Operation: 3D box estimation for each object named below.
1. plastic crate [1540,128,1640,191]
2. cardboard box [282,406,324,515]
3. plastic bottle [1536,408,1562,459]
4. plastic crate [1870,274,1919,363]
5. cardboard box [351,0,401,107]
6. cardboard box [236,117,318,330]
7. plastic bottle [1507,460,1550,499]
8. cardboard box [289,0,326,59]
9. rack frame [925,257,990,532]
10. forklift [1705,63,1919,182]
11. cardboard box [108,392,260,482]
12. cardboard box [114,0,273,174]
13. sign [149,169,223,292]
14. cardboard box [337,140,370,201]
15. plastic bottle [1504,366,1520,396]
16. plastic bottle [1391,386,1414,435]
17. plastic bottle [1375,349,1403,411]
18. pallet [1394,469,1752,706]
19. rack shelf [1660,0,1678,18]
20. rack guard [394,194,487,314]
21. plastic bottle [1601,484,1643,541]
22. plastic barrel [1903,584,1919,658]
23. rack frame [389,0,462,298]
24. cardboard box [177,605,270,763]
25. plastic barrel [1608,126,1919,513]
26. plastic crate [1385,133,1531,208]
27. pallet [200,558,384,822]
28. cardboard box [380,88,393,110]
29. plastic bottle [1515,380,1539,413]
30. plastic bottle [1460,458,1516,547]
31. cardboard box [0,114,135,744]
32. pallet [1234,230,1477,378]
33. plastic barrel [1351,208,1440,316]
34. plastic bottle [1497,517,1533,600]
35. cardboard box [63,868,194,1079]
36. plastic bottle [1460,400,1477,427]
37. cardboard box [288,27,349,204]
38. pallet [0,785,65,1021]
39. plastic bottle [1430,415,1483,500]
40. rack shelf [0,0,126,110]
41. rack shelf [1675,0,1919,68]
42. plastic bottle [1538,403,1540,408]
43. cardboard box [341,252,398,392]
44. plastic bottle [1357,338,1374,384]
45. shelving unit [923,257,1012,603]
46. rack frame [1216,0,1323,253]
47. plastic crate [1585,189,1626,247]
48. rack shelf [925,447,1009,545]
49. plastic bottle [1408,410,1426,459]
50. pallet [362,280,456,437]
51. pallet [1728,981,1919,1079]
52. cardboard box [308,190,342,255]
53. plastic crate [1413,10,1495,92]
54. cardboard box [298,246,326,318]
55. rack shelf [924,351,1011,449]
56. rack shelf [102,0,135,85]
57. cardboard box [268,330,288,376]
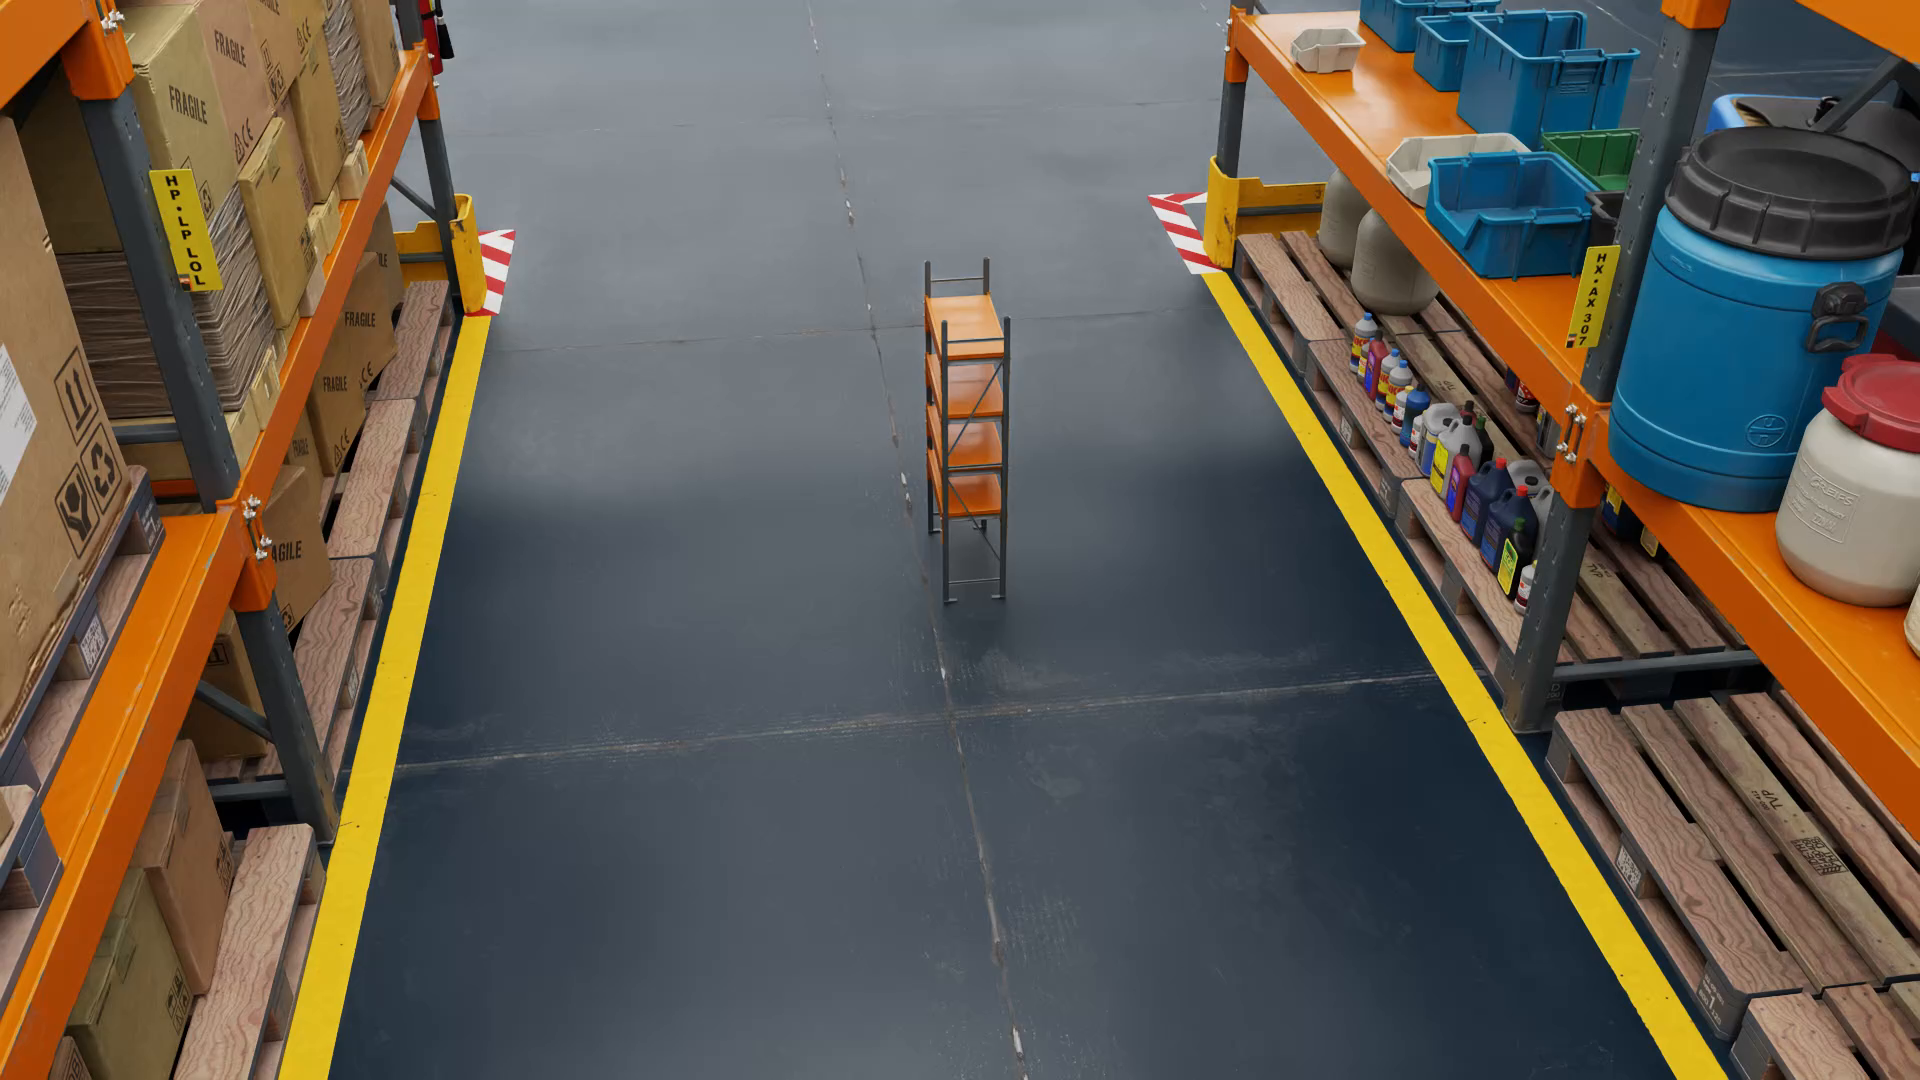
[{"bbox_3d":[2.502,-1.324,6.217,0.450,0.188,0.662,-4,35,-6],"label":"plastic crate"},{"bbox_3d":[-2.763,-0.283,6.349,0.500,0.500,0.500,-7,35,-11],"label":"cardboard box"},{"bbox_3d":[2.481,-0.488,6.830,0.152,0.276,0.135,-4,35,-6],"label":"plastic bottle"},{"bbox_3d":[2.773,-0.412,4.634,0.402,0.464,0.583,-4,35,-6],"label":"plastic crate"},{"bbox_3d":[-2.808,-2.075,6.778,0.875,0.500,0.500,-4,35,-6],"label":"cardboard box"},{"bbox_3d":[-2.535,-0.959,5.140,0.875,0.500,0.500,-4,35,-6],"label":"cardboard box"},{"bbox_3d":[2.150,-0.158,6.347,0.152,0.276,0.135,-4,35,-6],"label":"plastic bottle"},{"bbox_3d":[-2.526,-1.941,5.694,0.500,0.500,0.500,-4,35,-6],"label":"cardboard box"},{"bbox_3d":[-0.011,-0.540,6.476,0.240,1.200,0.015,-4,35,-6],"label":"rack frame"},{"bbox_3d":[5.035,-2.083,7.204,3.031,2.935,1.130,5,35,7],"label":"forklift"},{"bbox_3d":[-2.234,-0.296,4.744,0.380,0.149,0.250,-4,35,-6],"label":"cardboard box"},{"bbox_3d":[-2.381,-1.384,4.876,0.500,0.500,0.500,-4,35,-6],"label":"cardboard box"},{"bbox_3d":[-1.954,-0.780,4.202,0.100,0.325,0.005,-4,35,-6],"label":"sign"},{"bbox_3d":[-2.492,-1.413,6.383,0.380,0.149,0.250,-4,35,-6],"label":"cardboard box"},{"bbox_3d":[2.449,-0.781,7.254,0.061,0.283,0.133,-4,35,-6],"label":"plastic bottle"},{"bbox_3d":[1.875,-0.552,6.991,0.097,0.201,0.097,0,34,0],"label":"plastic bottle"},{"bbox_3d":[1.848,-0.692,7.134,0.097,0.271,0.097,0,34,0],"label":"plastic bottle"},{"bbox_3d":[2.356,0.142,6.354,1.003,0.211,1.213,-4,35,-6],"label":"pallet"},{"bbox_3d":[2.136,-2.691,6.010,1.077,0.370,4.000,-4,35,-6],"label":"rack shelf"},{"bbox_3d":[-3.031,-1.414,8.381,1.175,0.500,0.348,-4,35,-6],"label":"rack guard"},{"bbox_3d":[2.565,-0.190,6.327,0.144,0.351,0.185,-4,35,-6],"label":"plastic bottle"},{"bbox_3d":[2.431,0.175,3.952,0.301,0.262,0.301,0,34,0],"label":"plastic barrel"},{"bbox_3d":[-3.041,-2.489,7.739,1.000,3.000,0.127,-4,35,-6],"label":"rack frame"},{"bbox_3d":[-2.517,0.376,5.381,0.500,0.500,0.500,-5,35,-8],"label":"cardboard box"},{"bbox_3d":[2.156,-0.601,4.523,0.600,0.901,0.708,-4,35,-6],"label":"plastic barrel"},{"bbox_3d":[1.935,-1.410,6.390,0.530,0.136,0.437,-4,35,-6],"label":"plastic crate"},{"bbox_3d":[-2.629,0.523,5.795,1.003,0.211,1.213,-4,35,-6],"label":"pallet"},{"bbox_3d":[-2.681,-1.967,7.196,0.380,0.149,0.250,-4,35,-6],"label":"cardboard box"},{"bbox_3d":[2.452,-0.658,7.146,0.097,0.201,0.097,0,34,0],"label":"plastic bottle"},{"bbox_3d":[2.007,-0.164,6.289,0.144,0.351,0.185,-6,35,-9],"label":"plastic bottle"},{"bbox_3d":[-2.535,-0.225,3.510,1.000,1.000,1.000,-4,34,-6],"label":"cardboard box"},{"bbox_3d":[2.028,-1.219,8.352,1.003,0.211,1.213,-4,35,-6],"label":"pallet"},{"bbox_3d":[2.098,-1.369,7.931,0.421,0.512,0.421,0,34,0],"label":"plastic barrel"},{"bbox_3d":[2.013,0.065,6.012,0.061,0.283,0.133,-3,34,-4],"label":"plastic bottle"},{"bbox_3d":[-2.397,1.206,4.146,0.700,0.500,0.500,-5,35,-7],"label":"cardboard box"},{"bbox_3d":[2.051,-0.416,6.718,0.061,0.283,0.133,-4,35,-6],"label":"plastic bottle"},{"bbox_3d":[-2.728,-1.512,5.953,0.875,0.500,0.500,-4,35,-6],"label":"cardboard box"},{"bbox_3d":[-2.272,0.953,2.859,1.003,0.211,1.213,-4,35,-6],"label":"pallet"},{"bbox_3d":[1.963,-0.344,6.553,0.144,0.351,0.185,-5,35,-7],"label":"plastic bottle"},{"bbox_3d":[-2.234,-0.083,2.184,1.077,0.370,4.000,-4,35,-6],"label":"rack shelf"},{"bbox_3d":[2.674,-0.458,2.734,1.077,0.370,4.000,-4,35,-6],"label":"rack shelf"},{"bbox_3d":[2.574,-0.709,7.154,0.152,0.276,0.135,-5,35,-8],"label":"plastic bottle"},{"bbox_3d":[-2.859,-0.949,7.326,0.500,0.500,0.500,4,35,6],"label":"cardboard box"},{"bbox_3d":[1.816,-0.797,7.350,0.097,0.201,0.097,0,34,0],"label":"plastic bottle"},{"bbox_3d":[0.022,-0.403,6.277,0.258,1.200,0.503,-4,35,-6],"label":"shelving unit"},{"bbox_3d":[1.867,-2.864,8.289,1.000,3.000,0.127,-4,35,-6],"label":"rack frame"},{"bbox_3d":[2.460,-0.908,5.474,0.767,0.338,0.504,-4,35,-6],"label":"plastic crate"},{"bbox_3d":[0.022,-0.184,6.426,0.258,0.148,0.480,-4,35,-6],"label":"rack shelf"},{"bbox_3d":[1.902,-0.437,6.822,0.097,0.201,0.097,0,34,0],"label":"plastic bottle"},{"bbox_3d":[-2.957,-0.838,7.793,1.003,0.211,1.213,-4,35,-6],"label":"pallet"},{"bbox_3d":[2.716,1.638,4.159,1.003,0.211,1.213,-4,35,-6],"label":"pallet"},{"bbox_3d":[-2.449,-1.132,5.971,0.380,0.149,0.250,-4,35,-6],"label":"cardboard box"},{"bbox_3d":[2.312,-2.183,7.422,0.499,0.251,0.408,-4,35,-6],"label":"plastic crate"},{"bbox_3d":[-2.352,-0.855,5.565,0.380,0.149,0.250,-4,35,-6],"label":"cardboard box"},{"bbox_3d":[0.022,-0.533,6.188,0.258,0.148,0.480,-4,35,-6],"label":"rack shelf"},{"bbox_3d":[-2.772,-2.315,5.459,1.077,0.370,4.000,-4,35,-6],"label":"rack shelf"},{"bbox_3d":[-2.316,-0.574,5.152,0.380,0.149,0.250,-4,35,-6],"label":"cardboard box"}]
